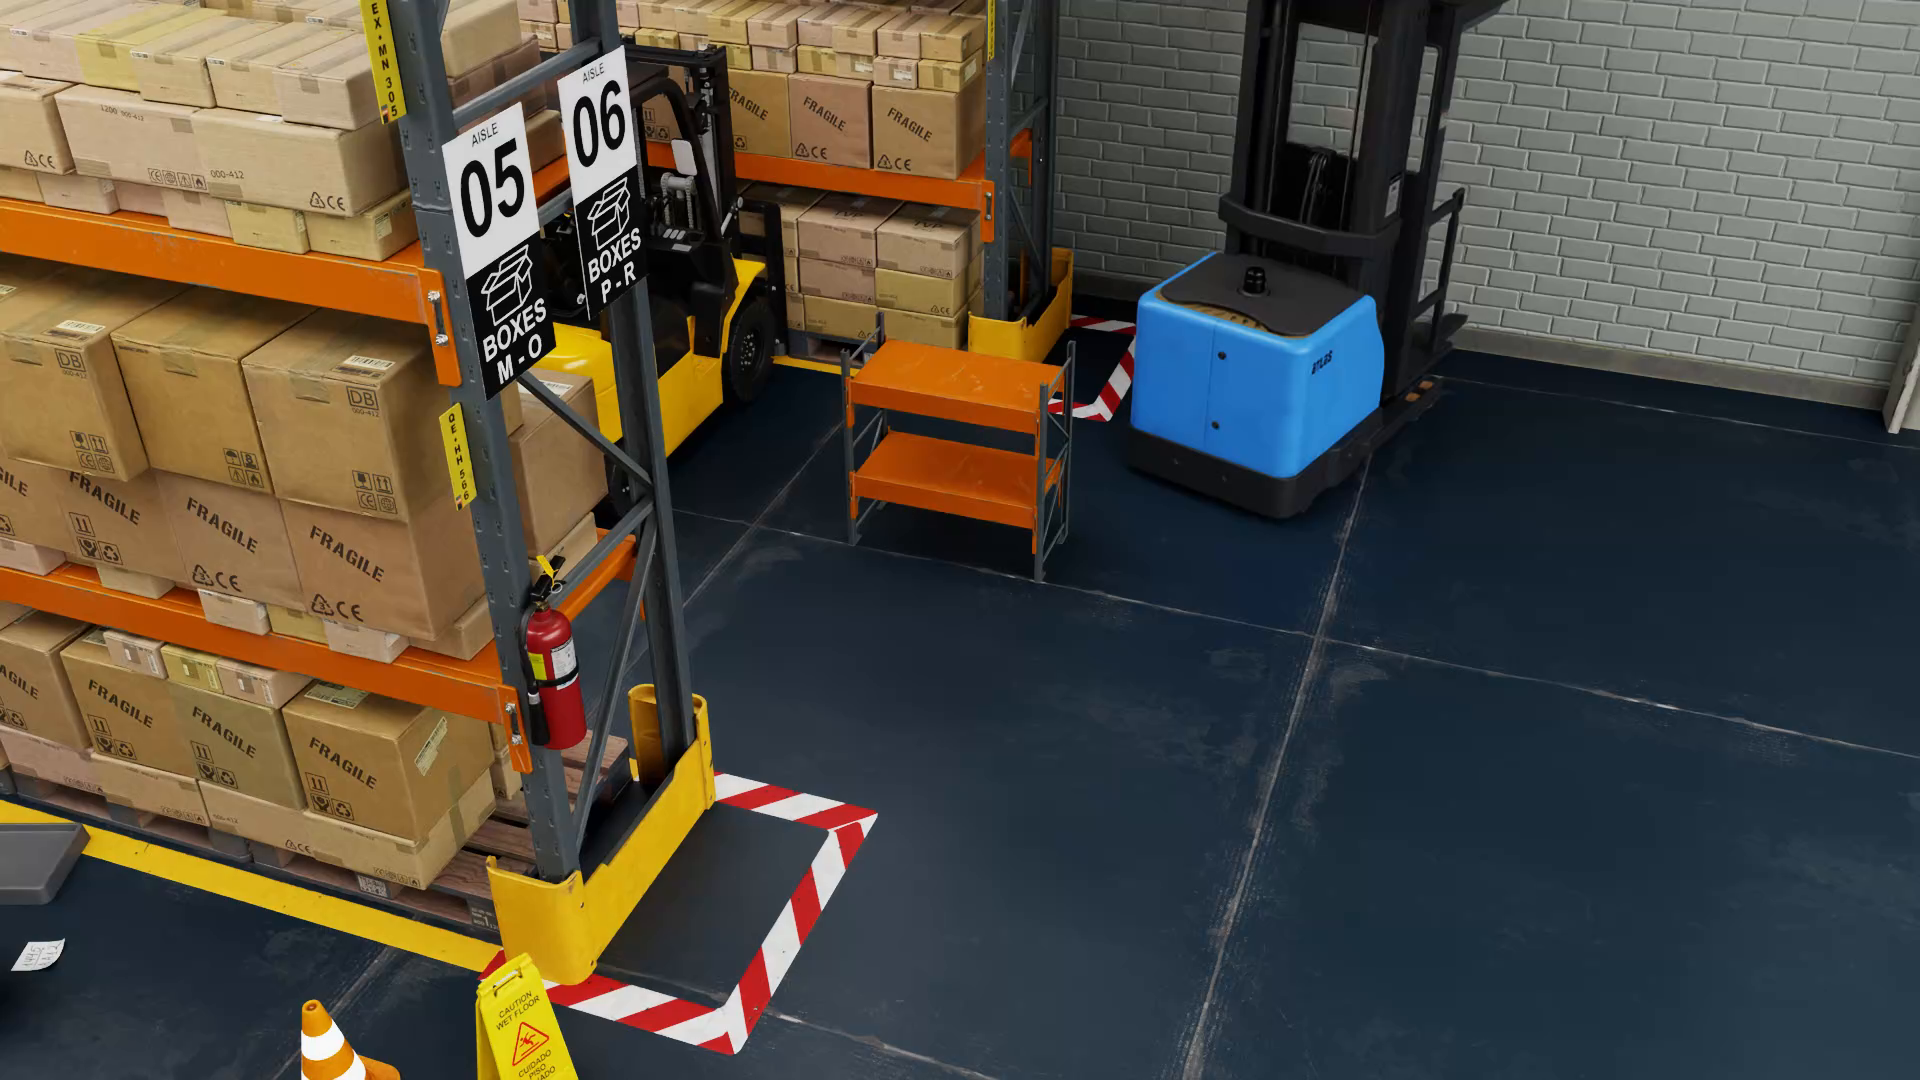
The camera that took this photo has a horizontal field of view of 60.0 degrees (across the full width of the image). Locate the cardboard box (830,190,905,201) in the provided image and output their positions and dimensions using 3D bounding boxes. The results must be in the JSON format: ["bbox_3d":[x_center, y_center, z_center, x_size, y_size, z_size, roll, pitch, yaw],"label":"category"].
[{"bbox_3d":[-0.494,-2.160,10.556,0.500,0.250,0.500,11,34,17],"label":"cardboard box"}]

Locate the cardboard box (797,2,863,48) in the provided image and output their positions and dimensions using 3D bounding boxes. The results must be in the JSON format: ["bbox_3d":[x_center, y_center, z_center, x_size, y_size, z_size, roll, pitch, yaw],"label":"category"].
[{"bbox_3d":[-0.749,-2.989,9.649,0.250,0.149,0.380,11,35,17],"label":"cardboard box"}]

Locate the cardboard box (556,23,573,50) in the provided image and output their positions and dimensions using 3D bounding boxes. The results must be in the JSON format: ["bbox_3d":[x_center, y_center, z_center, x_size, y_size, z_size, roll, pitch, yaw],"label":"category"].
[{"bbox_3d":[-2.235,-3.086,10.075,0.250,0.149,0.380,11,34,16],"label":"cardboard box"}]

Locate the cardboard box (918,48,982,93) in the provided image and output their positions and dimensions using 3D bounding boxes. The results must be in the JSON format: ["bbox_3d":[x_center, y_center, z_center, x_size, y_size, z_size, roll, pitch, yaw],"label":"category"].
[{"bbox_3d":[-0.055,-2.679,9.444,0.250,0.149,0.380,12,35,17],"label":"cardboard box"}]

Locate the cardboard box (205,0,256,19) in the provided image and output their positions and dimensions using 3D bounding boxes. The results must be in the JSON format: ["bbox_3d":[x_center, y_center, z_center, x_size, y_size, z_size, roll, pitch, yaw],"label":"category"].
[{"bbox_3d":[-2.239,-1.767,5.453,0.250,0.149,0.380,11,34,16],"label":"cardboard box"}]

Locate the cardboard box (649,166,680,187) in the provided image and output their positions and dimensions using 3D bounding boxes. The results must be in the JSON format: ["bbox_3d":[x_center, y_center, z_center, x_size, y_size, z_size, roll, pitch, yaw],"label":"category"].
[{"bbox_3d":[-2.100,-2.185,10.595,0.500,0.250,0.500,12,35,18],"label":"cardboard box"}]

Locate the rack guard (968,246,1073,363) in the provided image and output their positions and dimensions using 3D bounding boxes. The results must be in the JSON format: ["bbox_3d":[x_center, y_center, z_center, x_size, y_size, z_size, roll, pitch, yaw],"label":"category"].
[{"bbox_3d":[0.389,-1.390,10.442,0.348,0.500,1.175,11,34,16],"label":"rack guard"}]

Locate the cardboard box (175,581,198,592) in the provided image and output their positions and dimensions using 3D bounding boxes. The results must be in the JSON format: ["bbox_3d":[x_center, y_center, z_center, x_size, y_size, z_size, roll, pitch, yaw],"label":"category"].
[{"bbox_3d":[-2.685,0.039,6.155,0.250,0.149,0.380,11,35,17],"label":"cardboard box"}]

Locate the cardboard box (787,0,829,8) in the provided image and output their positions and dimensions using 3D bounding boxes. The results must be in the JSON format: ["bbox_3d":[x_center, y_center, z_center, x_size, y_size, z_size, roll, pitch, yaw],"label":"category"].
[{"bbox_3d":[-0.851,-3.249,10.052,0.250,0.149,0.380,12,35,18],"label":"cardboard box"}]

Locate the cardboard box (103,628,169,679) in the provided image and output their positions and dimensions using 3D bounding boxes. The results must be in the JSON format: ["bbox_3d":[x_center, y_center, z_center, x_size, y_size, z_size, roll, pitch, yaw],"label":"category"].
[{"bbox_3d":[-2.998,0.339,6.318,0.250,0.149,0.380,12,35,19],"label":"cardboard box"}]

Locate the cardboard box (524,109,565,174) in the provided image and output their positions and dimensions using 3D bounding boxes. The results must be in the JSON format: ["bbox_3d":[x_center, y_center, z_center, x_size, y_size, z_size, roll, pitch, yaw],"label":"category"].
[{"bbox_3d":[-1.508,-1.290,5.449,0.250,0.149,0.380,11,34,17],"label":"cardboard box"}]

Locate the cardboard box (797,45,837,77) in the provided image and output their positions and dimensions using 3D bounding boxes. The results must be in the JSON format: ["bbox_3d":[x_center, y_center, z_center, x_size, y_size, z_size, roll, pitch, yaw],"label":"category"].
[{"bbox_3d":[-0.758,-2.841,9.694,0.250,0.149,0.380,11,34,16],"label":"cardboard box"}]

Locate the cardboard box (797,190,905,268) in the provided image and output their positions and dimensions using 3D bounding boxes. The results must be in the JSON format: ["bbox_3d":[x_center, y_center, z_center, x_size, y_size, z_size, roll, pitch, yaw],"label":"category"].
[{"bbox_3d":[-0.655,-1.901,10.155,0.500,0.250,0.500,12,35,17],"label":"cardboard box"}]

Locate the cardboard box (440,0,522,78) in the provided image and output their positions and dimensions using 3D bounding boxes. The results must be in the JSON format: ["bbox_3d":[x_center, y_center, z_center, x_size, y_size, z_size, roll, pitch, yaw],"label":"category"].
[{"bbox_3d":[-1.571,-1.568,5.144,0.250,0.149,0.380,11,34,16],"label":"cardboard box"}]

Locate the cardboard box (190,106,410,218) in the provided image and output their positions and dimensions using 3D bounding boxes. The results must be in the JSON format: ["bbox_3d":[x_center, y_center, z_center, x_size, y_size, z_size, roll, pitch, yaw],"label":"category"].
[{"bbox_3d":[-1.877,-1.187,4.922,0.500,0.250,0.500,11,34,16],"label":"cardboard box"}]

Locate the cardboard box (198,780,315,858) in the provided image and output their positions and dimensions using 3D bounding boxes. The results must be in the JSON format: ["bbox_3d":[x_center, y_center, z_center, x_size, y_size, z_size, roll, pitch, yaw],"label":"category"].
[{"bbox_3d":[-2.642,0.960,6.645,0.500,0.250,0.500,11,34,17],"label":"cardboard box"}]

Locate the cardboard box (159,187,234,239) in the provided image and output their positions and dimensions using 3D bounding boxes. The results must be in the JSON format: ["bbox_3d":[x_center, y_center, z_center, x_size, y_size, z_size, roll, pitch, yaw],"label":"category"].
[{"bbox_3d":[-2.219,-1.081,5.125,0.250,0.149,0.380,12,35,18],"label":"cardboard box"}]

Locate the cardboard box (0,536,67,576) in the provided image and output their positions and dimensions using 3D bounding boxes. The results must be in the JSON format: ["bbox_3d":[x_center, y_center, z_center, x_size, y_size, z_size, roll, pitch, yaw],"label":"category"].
[{"bbox_3d":[-3.434,-0.043,6.283,0.250,0.149,0.380,11,34,16],"label":"cardboard box"}]

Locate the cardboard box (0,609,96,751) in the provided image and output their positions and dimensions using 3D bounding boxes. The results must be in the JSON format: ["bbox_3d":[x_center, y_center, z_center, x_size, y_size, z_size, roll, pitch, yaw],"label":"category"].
[{"bbox_3d":[-3.611,0.456,6.734,0.500,0.500,0.500,13,35,19],"label":"cardboard box"}]

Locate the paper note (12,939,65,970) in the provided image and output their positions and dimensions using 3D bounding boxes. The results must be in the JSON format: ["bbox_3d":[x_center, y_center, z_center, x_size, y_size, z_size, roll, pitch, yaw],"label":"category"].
[{"bbox_3d":[-3.486,1.568,6.293,0.148,0.019,0.142,0,33,0],"label":"paper note"}]

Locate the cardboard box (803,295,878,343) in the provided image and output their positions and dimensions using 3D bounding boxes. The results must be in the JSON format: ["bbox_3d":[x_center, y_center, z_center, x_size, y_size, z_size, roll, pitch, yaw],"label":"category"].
[{"bbox_3d":[-0.648,-1.486,10.434,0.500,0.250,0.500,11,34,16],"label":"cardboard box"}]

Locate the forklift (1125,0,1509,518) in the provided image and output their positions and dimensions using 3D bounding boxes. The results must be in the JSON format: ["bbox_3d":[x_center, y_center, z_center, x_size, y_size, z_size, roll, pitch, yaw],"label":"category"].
[{"bbox_3d":[2.226,-2.084,9.275,1.130,2.935,3.031,23,39,31],"label":"forklift"}]

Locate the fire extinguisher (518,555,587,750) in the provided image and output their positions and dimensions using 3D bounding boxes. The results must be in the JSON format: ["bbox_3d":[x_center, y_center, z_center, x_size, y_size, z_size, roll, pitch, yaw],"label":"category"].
[{"bbox_3d":[-1.353,0.380,5.468,0.183,0.674,0.296,11,34,16],"label":"fire extinguisher"}]

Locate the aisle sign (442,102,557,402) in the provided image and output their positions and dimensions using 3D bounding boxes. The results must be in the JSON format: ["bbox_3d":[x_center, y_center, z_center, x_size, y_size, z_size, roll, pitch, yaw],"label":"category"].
[{"bbox_3d":[-1.344,-0.842,4.892,0.004,0.787,0.394,11,34,16],"label":"aisle sign"}]

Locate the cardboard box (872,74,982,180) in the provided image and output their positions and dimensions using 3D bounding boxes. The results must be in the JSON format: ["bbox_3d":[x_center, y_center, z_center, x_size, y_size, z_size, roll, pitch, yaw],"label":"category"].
[{"bbox_3d":[-0.186,-2.442,9.675,0.500,0.500,0.500,10,34,15],"label":"cardboard box"}]

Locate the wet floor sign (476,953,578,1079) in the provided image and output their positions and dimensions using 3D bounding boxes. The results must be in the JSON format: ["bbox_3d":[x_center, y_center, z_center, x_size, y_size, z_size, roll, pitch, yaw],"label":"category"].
[{"bbox_3d":[-1.487,1.661,5.582,0.232,0.644,0.267,24,40,32],"label":"wet floor sign"}]

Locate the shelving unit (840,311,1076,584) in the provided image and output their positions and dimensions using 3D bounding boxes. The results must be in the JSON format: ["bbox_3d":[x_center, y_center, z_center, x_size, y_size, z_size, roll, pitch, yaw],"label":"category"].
[{"bbox_3d":[-0.006,-0.474,8.447,1.048,1.125,0.538,11,34,16],"label":"shelving unit"}]

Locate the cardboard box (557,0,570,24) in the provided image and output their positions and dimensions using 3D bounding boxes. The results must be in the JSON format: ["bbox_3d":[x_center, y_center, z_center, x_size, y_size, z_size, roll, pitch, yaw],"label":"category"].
[{"bbox_3d":[-2.218,-3.229,10.021,0.250,0.149,0.380,10,34,16],"label":"cardboard box"}]

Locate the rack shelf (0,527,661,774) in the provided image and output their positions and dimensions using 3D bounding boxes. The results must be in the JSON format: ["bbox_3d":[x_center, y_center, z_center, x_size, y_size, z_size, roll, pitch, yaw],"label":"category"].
[{"bbox_3d":[-3.188,0.027,6.606,4.000,0.370,1.077,11,34,16],"label":"rack shelf"}]

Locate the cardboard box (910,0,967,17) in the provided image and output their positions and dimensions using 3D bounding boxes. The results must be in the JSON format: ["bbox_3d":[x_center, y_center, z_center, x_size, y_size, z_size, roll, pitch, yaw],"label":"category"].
[{"bbox_3d":[-0.107,-3.135,9.876,0.250,0.149,0.380,12,35,18],"label":"cardboard box"}]

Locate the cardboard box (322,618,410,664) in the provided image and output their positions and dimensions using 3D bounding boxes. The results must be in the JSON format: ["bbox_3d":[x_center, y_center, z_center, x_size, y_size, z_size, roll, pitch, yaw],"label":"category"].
[{"bbox_3d":[-2.005,0.248,5.833,0.250,0.149,0.380,11,34,16],"label":"cardboard box"}]

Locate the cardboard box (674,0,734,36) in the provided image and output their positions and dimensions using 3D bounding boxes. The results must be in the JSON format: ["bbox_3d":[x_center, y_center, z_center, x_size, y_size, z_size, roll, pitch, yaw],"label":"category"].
[{"bbox_3d":[-1.488,-3.119,9.852,0.250,0.149,0.380,12,35,17],"label":"cardboard box"}]

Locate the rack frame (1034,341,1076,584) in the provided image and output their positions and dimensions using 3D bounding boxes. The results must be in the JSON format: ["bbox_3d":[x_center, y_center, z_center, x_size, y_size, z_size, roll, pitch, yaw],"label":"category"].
[{"bbox_3d":[0.472,-0.381,8.303,0.032,1.125,0.500,11,34,16],"label":"rack frame"}]

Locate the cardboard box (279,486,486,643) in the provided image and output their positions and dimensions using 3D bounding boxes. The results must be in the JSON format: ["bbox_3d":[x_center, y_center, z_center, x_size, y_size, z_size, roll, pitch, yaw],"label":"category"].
[{"bbox_3d":[-1.909,-0.035,5.672,0.500,0.500,0.500,10,34,16],"label":"cardboard box"}]

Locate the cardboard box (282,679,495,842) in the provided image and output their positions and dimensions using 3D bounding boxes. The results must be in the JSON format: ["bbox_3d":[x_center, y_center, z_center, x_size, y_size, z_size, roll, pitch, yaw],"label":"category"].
[{"bbox_3d":[-2.147,0.741,6.293,0.500,0.500,0.500,11,35,17],"label":"cardboard box"}]

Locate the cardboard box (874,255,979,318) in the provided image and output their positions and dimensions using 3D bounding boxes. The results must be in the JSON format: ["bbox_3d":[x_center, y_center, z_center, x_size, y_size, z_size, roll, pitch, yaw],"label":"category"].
[{"bbox_3d":[-0.197,-1.605,10.157,0.500,0.250,0.500,11,34,16],"label":"cardboard box"}]

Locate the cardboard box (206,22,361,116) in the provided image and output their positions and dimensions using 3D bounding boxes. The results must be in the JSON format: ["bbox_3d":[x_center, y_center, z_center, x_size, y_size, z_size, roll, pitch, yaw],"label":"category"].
[{"bbox_3d":[-1.953,-1.377,4.848,0.250,0.149,0.380,12,35,17],"label":"cardboard box"}]

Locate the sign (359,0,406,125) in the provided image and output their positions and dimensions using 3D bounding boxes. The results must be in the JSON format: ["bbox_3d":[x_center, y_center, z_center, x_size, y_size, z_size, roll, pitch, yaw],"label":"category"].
[{"bbox_3d":[-1.511,-1.261,4.357,0.005,0.325,0.100,11,34,16],"label":"sign"}]

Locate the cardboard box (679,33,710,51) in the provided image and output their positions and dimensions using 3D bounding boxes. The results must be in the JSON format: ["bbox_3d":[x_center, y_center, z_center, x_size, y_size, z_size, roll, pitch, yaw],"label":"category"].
[{"bbox_3d":[-1.475,-2.993,9.930,0.250,0.149,0.380,11,34,16],"label":"cardboard box"}]

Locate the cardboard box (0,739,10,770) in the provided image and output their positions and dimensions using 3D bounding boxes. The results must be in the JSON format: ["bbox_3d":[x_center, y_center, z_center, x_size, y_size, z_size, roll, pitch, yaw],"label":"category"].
[{"bbox_3d":[-4.100,0.675,7.086,0.500,0.250,0.500,13,35,19],"label":"cardboard box"}]

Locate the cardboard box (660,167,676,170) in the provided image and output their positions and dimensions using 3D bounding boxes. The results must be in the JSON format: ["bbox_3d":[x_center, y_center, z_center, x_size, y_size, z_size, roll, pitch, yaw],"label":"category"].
[{"bbox_3d":[-1.917,-2.442,10.993,0.500,0.250,0.500,11,35,17],"label":"cardboard box"}]

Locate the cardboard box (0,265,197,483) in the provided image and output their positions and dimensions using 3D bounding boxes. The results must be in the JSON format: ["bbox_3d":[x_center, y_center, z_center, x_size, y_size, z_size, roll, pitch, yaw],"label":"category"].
[{"bbox_3d":[-2.848,-0.615,5.649,0.500,0.500,0.700,11,34,16],"label":"cardboard box"}]

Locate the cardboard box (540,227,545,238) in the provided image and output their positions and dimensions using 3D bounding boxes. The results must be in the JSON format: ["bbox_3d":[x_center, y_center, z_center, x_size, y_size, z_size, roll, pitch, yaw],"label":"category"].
[{"bbox_3d":[-2.573,-2.070,10.878,0.500,0.250,0.500,11,34,16],"label":"cardboard box"}]

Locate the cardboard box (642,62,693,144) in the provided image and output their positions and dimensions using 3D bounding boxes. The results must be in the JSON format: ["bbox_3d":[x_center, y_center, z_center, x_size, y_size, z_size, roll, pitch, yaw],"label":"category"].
[{"bbox_3d":[-1.630,-2.722,10.108,0.500,0.500,0.500,11,35,17],"label":"cardboard box"}]

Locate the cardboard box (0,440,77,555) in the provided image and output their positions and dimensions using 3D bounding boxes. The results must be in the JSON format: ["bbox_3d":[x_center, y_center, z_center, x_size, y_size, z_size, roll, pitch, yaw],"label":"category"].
[{"bbox_3d":[-3.319,-0.324,6.121,0.500,0.500,0.500,11,35,17],"label":"cardboard box"}]

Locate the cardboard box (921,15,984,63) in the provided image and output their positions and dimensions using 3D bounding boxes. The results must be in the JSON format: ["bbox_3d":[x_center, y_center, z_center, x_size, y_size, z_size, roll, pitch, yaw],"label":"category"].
[{"bbox_3d":[-0.042,-2.842,9.421,0.250,0.149,0.380,11,34,17],"label":"cardboard box"}]

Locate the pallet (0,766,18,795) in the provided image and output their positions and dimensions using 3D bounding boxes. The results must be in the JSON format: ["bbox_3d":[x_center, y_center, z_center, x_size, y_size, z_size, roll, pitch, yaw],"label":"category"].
[{"bbox_3d":[-4.426,0.635,7.571,1.213,0.211,1.003,11,34,16],"label":"pallet"}]

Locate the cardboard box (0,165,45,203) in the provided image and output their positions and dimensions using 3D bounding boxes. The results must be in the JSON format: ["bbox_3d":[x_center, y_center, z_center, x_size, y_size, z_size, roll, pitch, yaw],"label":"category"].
[{"bbox_3d":[-2.931,-1.235,5.363,0.250,0.149,0.380,10,34,15],"label":"cardboard box"}]

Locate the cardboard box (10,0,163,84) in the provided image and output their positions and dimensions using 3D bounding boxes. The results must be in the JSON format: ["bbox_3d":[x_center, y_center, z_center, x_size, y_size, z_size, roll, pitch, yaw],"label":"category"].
[{"bbox_3d":[-2.648,-1.535,5.093,0.250,0.149,0.380,11,34,16],"label":"cardboard box"}]

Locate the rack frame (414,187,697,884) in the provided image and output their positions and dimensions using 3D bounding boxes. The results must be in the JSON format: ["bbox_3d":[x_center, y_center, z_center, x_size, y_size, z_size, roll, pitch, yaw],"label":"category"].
[{"bbox_3d":[-1.305,0.091,5.844,0.127,3.000,1.000,11,34,16],"label":"rack frame"}]
